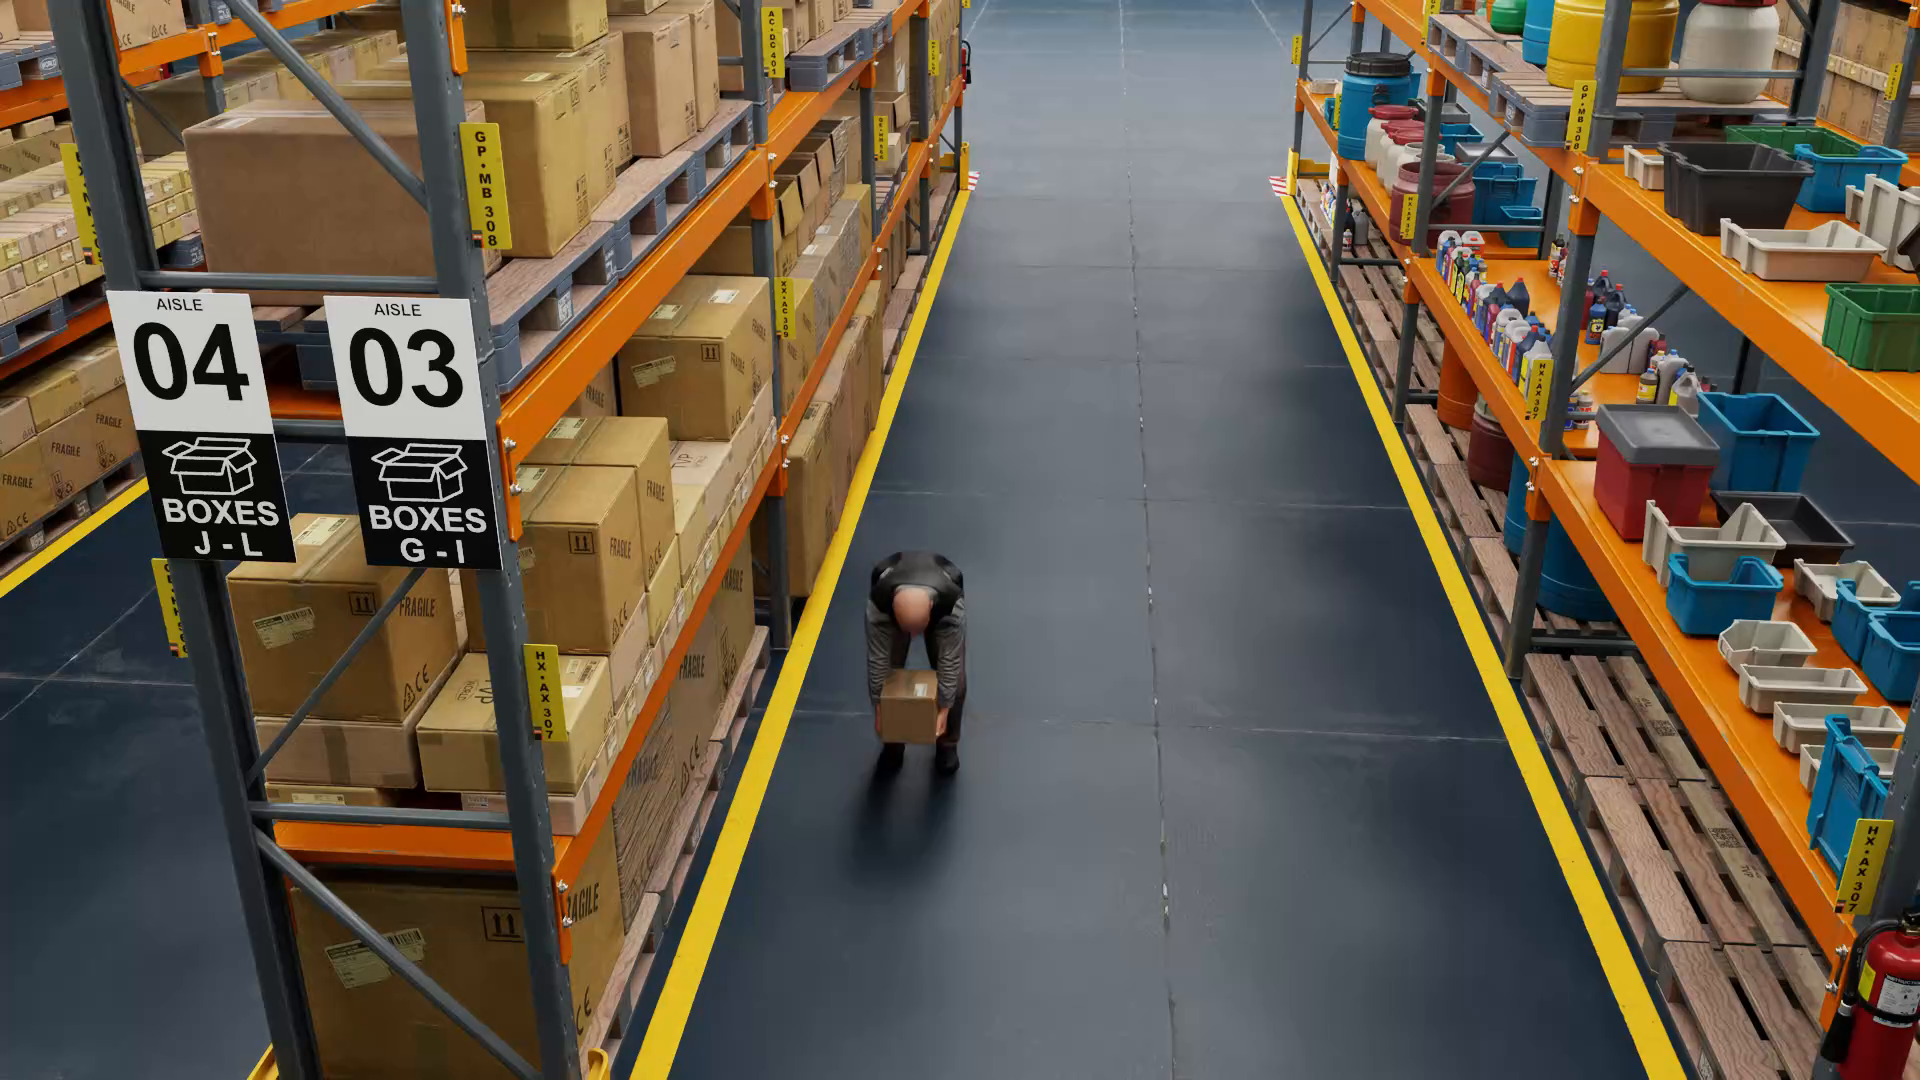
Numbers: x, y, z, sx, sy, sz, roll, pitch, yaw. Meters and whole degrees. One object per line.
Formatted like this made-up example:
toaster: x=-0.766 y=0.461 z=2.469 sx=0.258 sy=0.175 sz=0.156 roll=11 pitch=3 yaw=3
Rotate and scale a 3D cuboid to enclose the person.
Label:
person: x=-0.208 y=0.619 z=7.882 sx=0.479 sy=1.216 sz=0.926 roll=1 pitch=24 yaw=2
